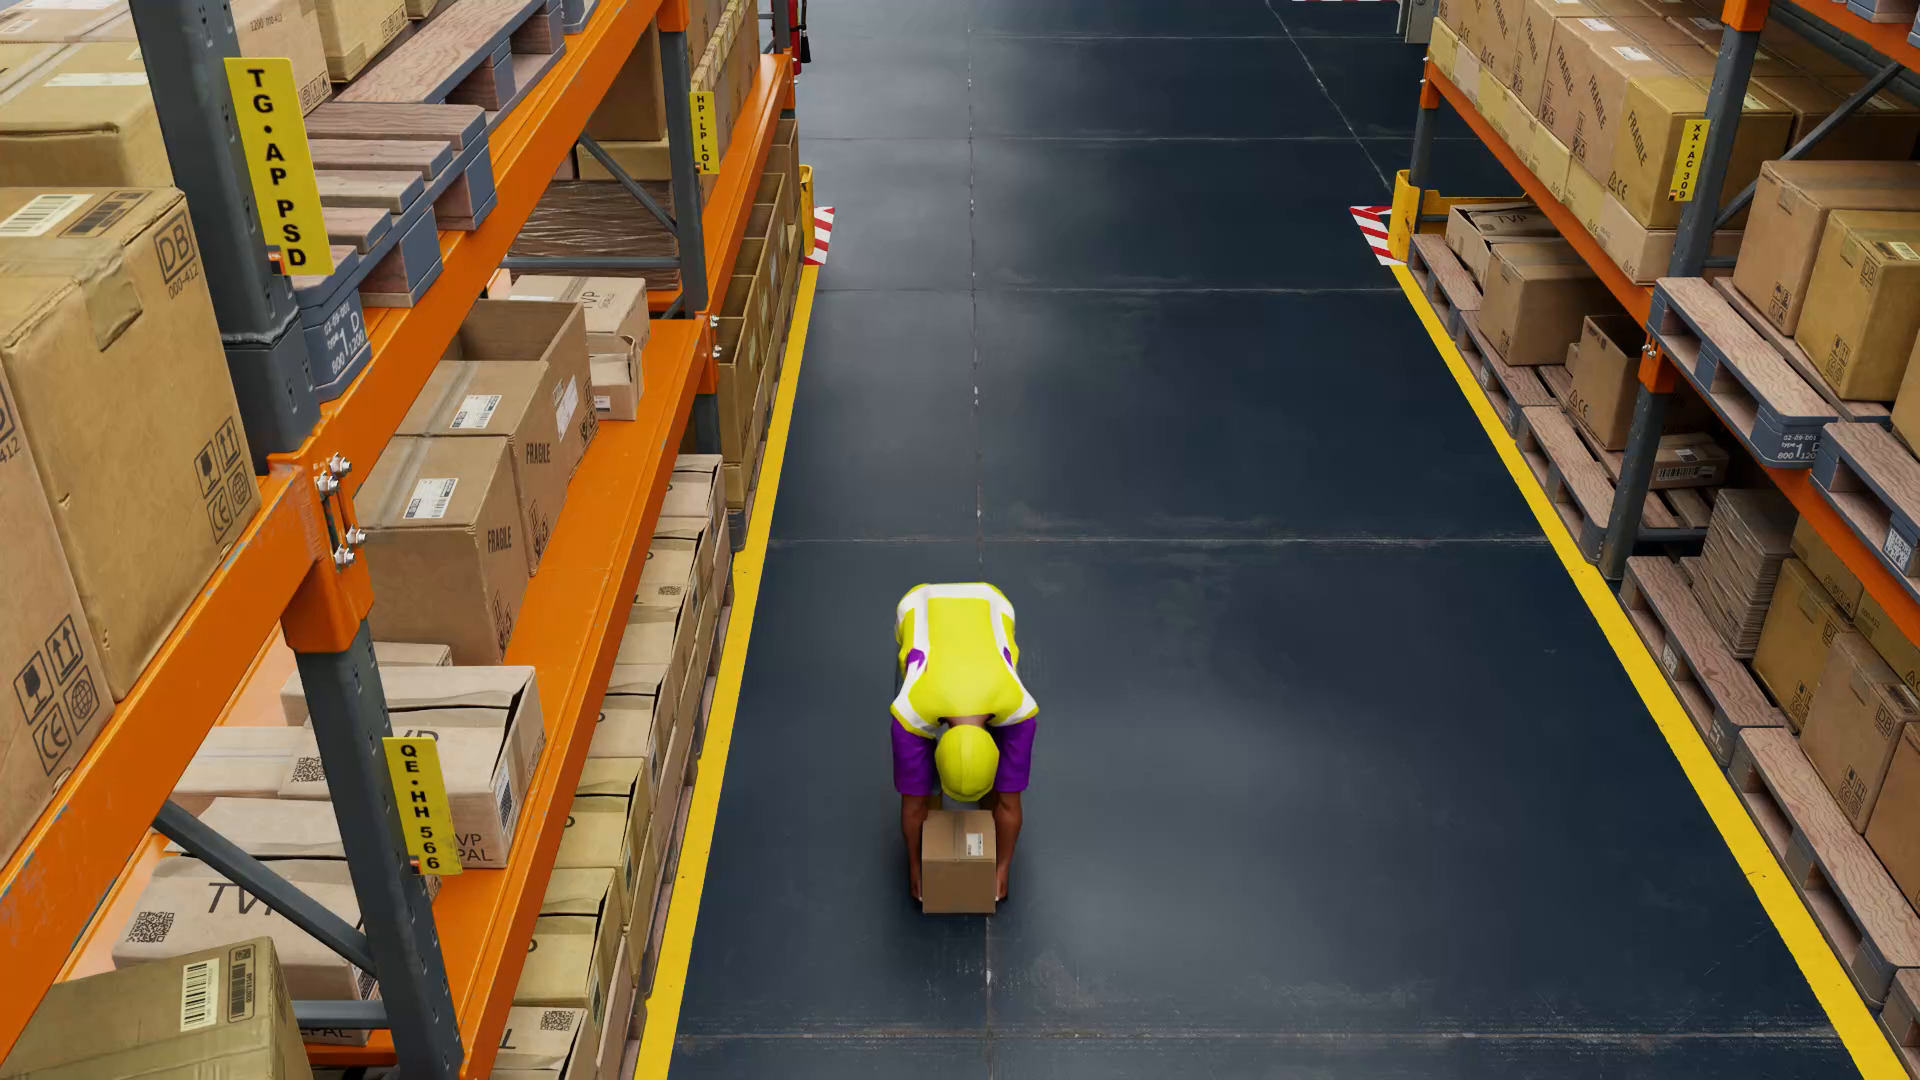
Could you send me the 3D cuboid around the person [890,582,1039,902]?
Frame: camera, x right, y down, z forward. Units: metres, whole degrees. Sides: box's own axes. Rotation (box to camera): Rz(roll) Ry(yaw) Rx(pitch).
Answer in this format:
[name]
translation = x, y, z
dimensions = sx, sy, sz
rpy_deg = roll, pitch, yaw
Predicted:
[person]
translation = 0.010, 0.689, 5.823
dimensions = 0.503, 0.907, 0.977
rpy_deg = -1, 31, -2
